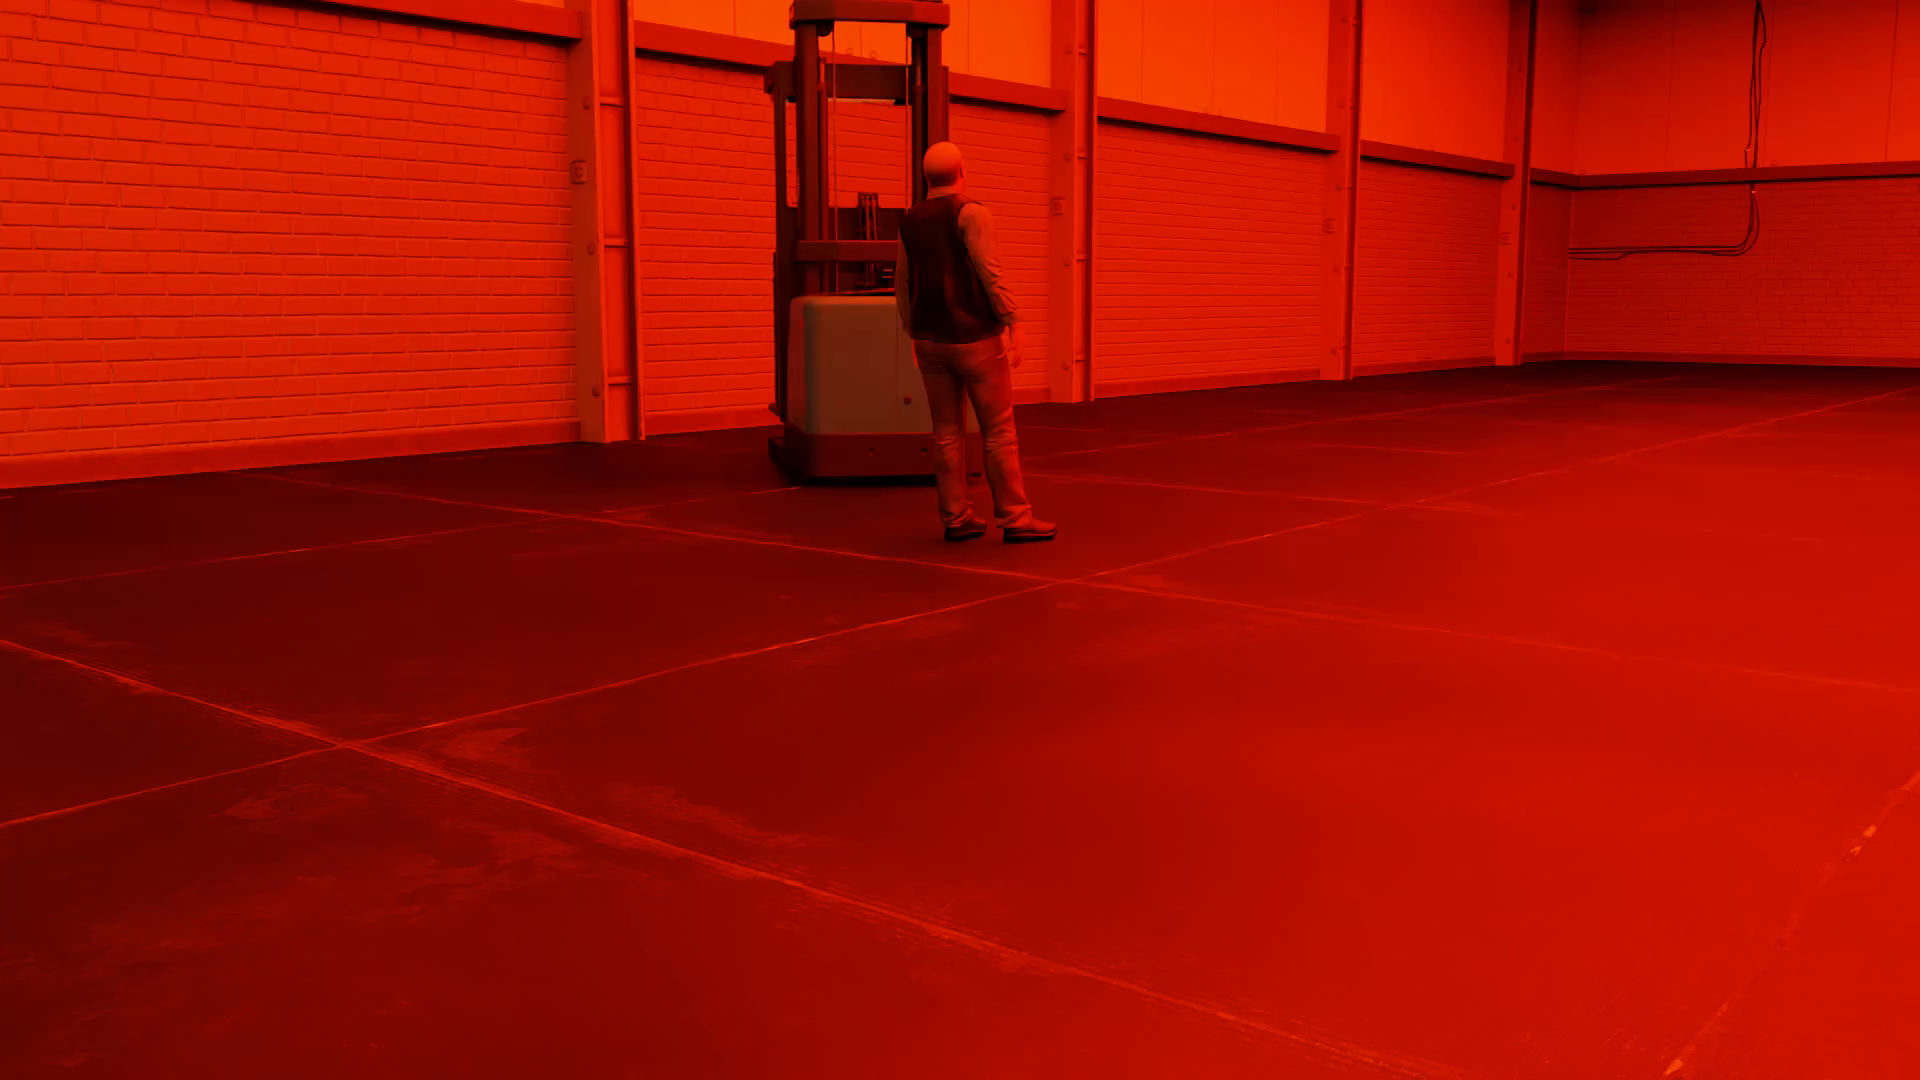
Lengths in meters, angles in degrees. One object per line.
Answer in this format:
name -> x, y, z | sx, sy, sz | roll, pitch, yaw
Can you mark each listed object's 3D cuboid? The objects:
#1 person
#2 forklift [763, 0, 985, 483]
person -> 0.045, -0.865, 7.322 | 0.632, 1.720, 0.568 | 7, 11, 38
forklift -> -0.661, -1.959, 10.671 | 1.130, 2.935, 3.031 | -2, 9, -12
